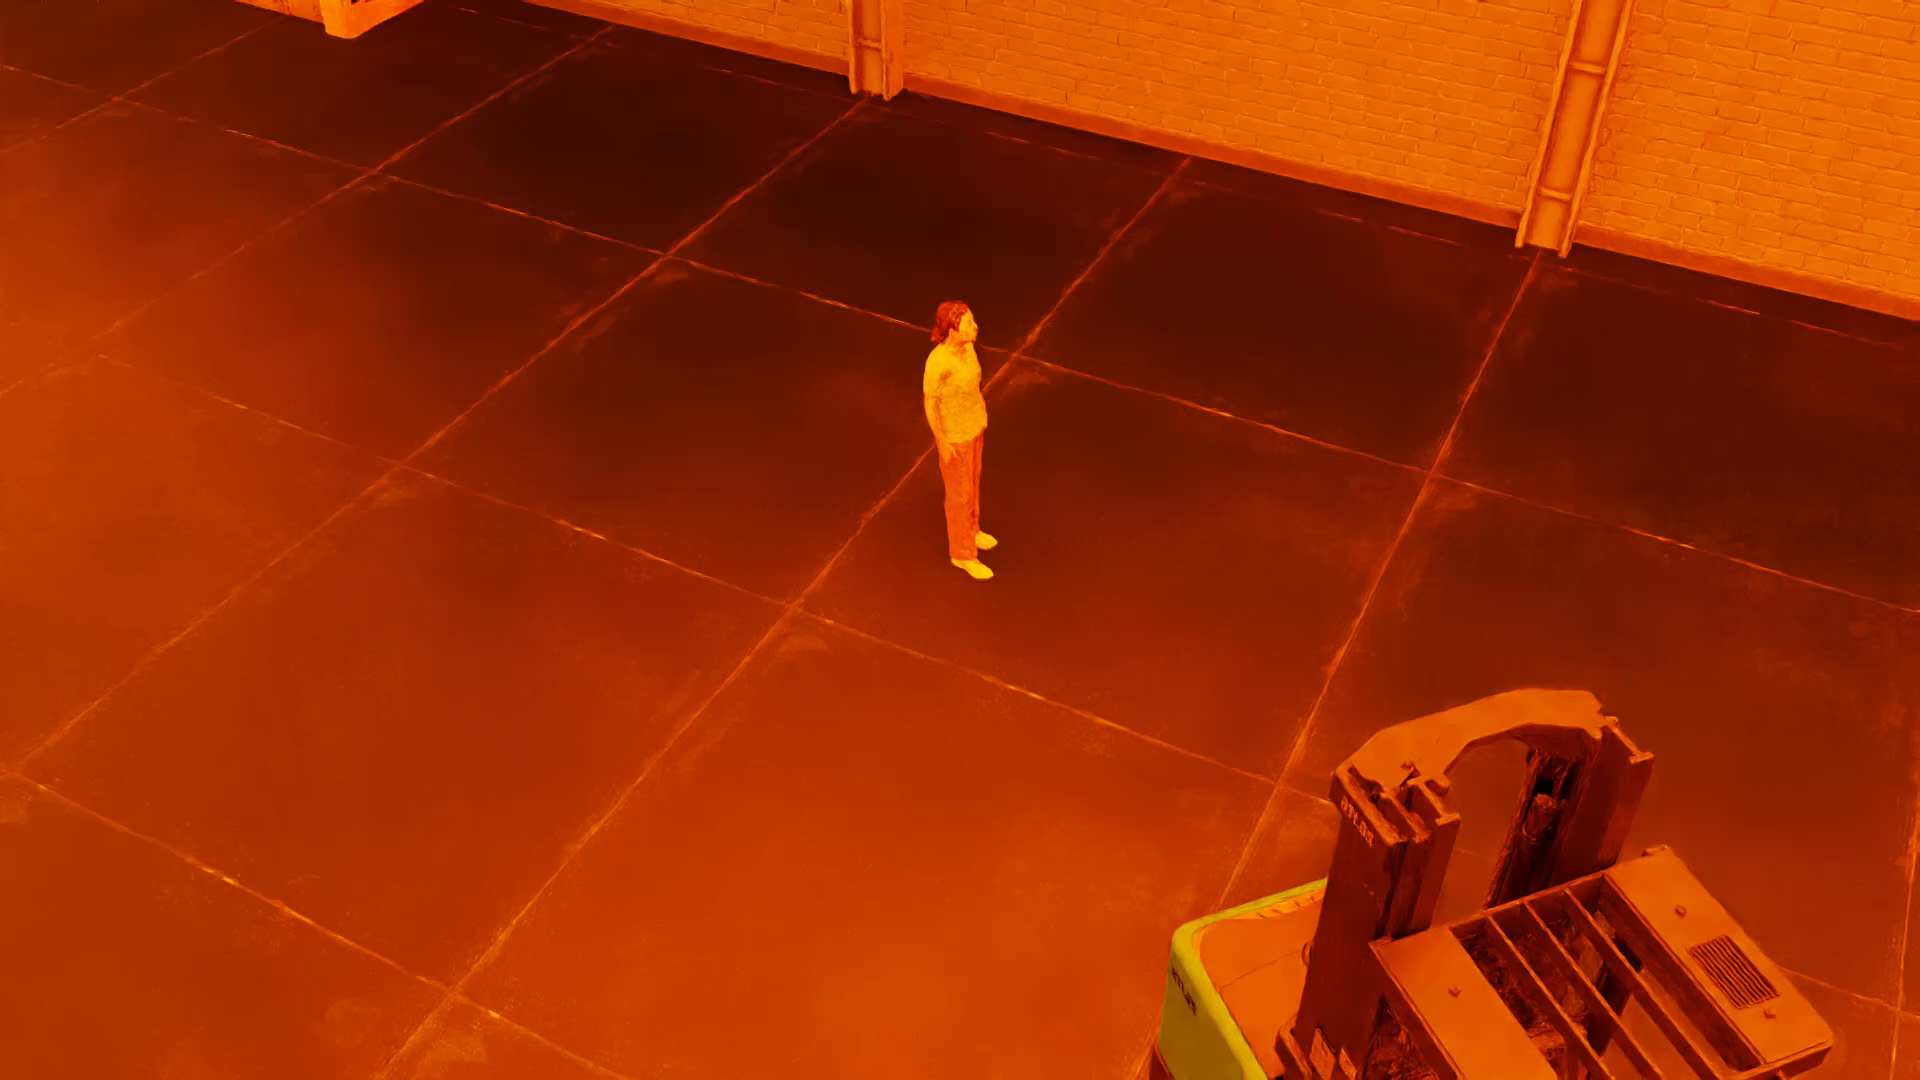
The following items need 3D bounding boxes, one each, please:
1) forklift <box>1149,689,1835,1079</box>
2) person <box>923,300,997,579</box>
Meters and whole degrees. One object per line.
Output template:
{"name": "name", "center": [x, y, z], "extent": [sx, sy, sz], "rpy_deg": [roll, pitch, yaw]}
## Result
{"name": "forklift", "center": [1.834, 2.048, 5.554], "extent": [1.130, 2.935, 3.031], "rpy_deg": [-14, 42, -16]}
{"name": "person", "center": [0.070, -0.606, 9.687], "extent": [0.526, 1.652, 0.554], "rpy_deg": [18, 43, 21]}
